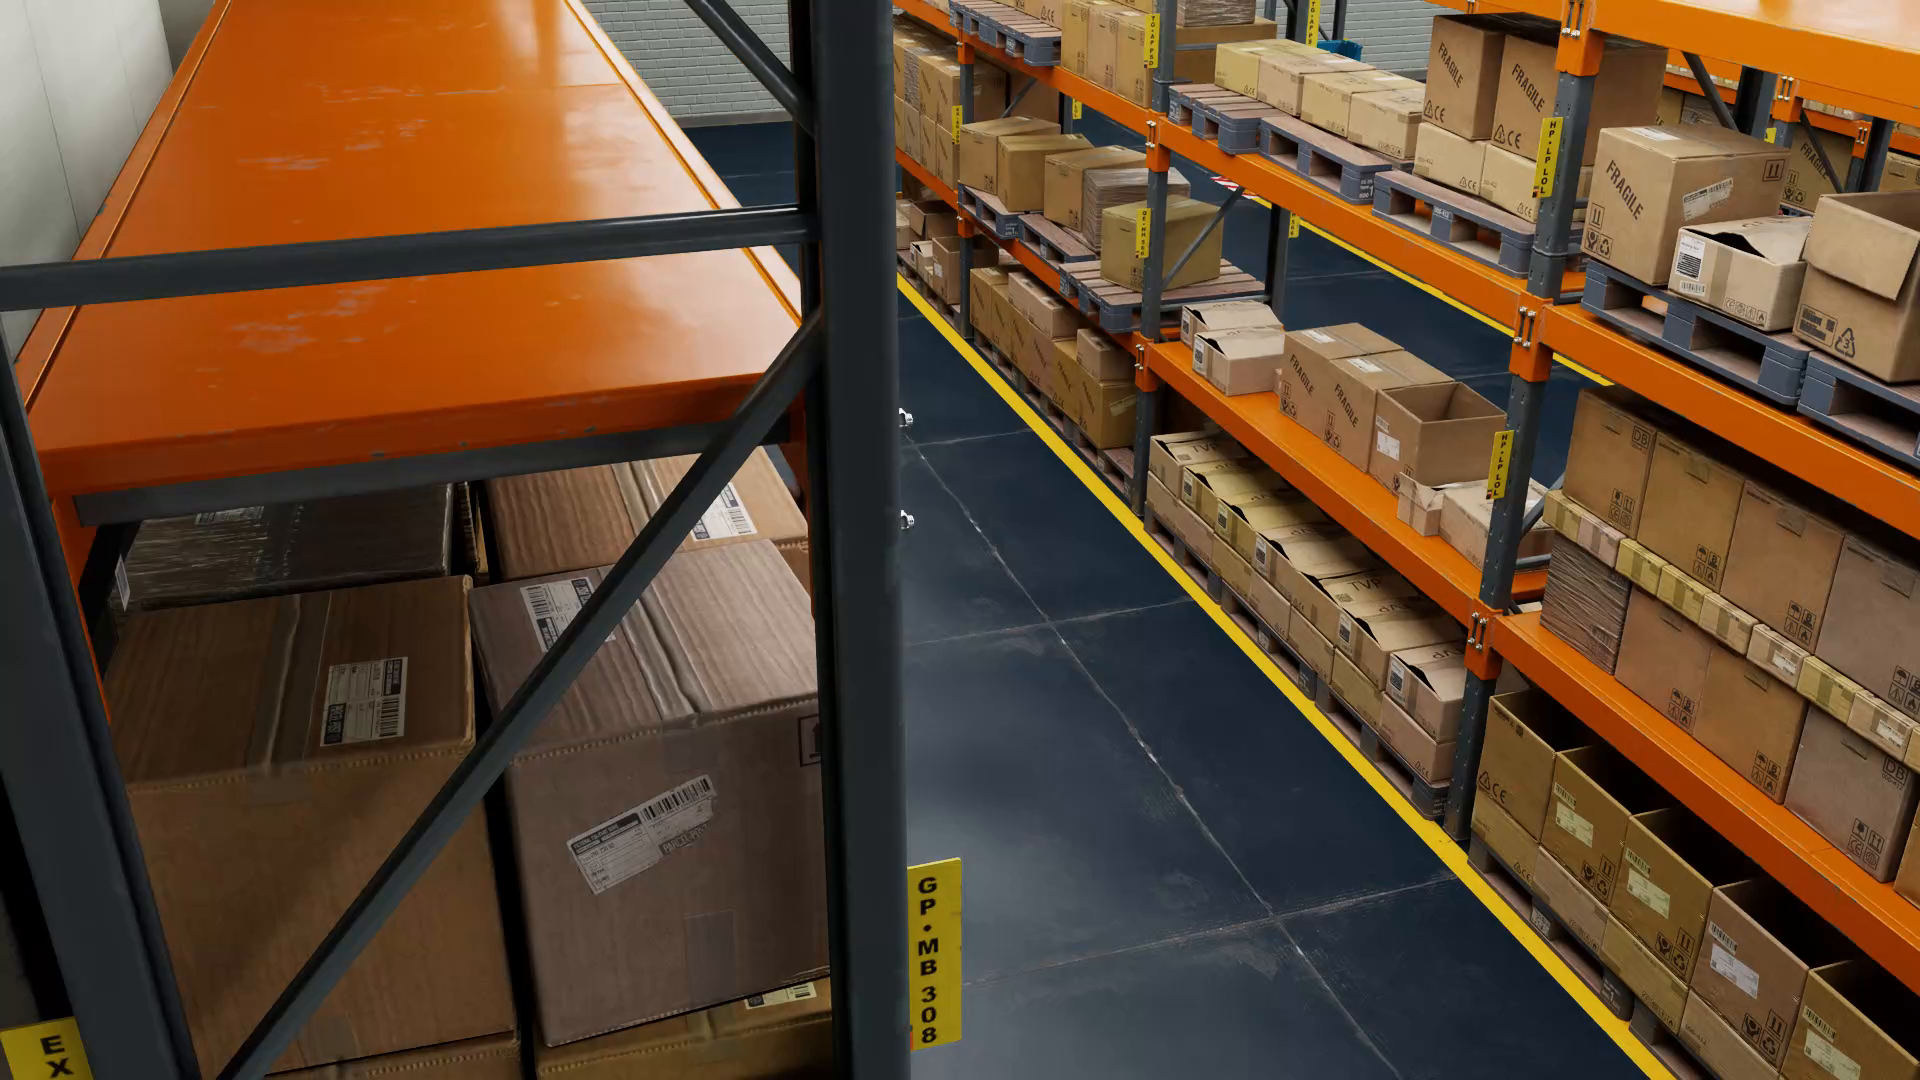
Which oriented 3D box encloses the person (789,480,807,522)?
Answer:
[{"bbox_3d":[-0.830,-0.035,9.451,0.467,1.782,0.575,-9,27,-17],"label":"person"}]
